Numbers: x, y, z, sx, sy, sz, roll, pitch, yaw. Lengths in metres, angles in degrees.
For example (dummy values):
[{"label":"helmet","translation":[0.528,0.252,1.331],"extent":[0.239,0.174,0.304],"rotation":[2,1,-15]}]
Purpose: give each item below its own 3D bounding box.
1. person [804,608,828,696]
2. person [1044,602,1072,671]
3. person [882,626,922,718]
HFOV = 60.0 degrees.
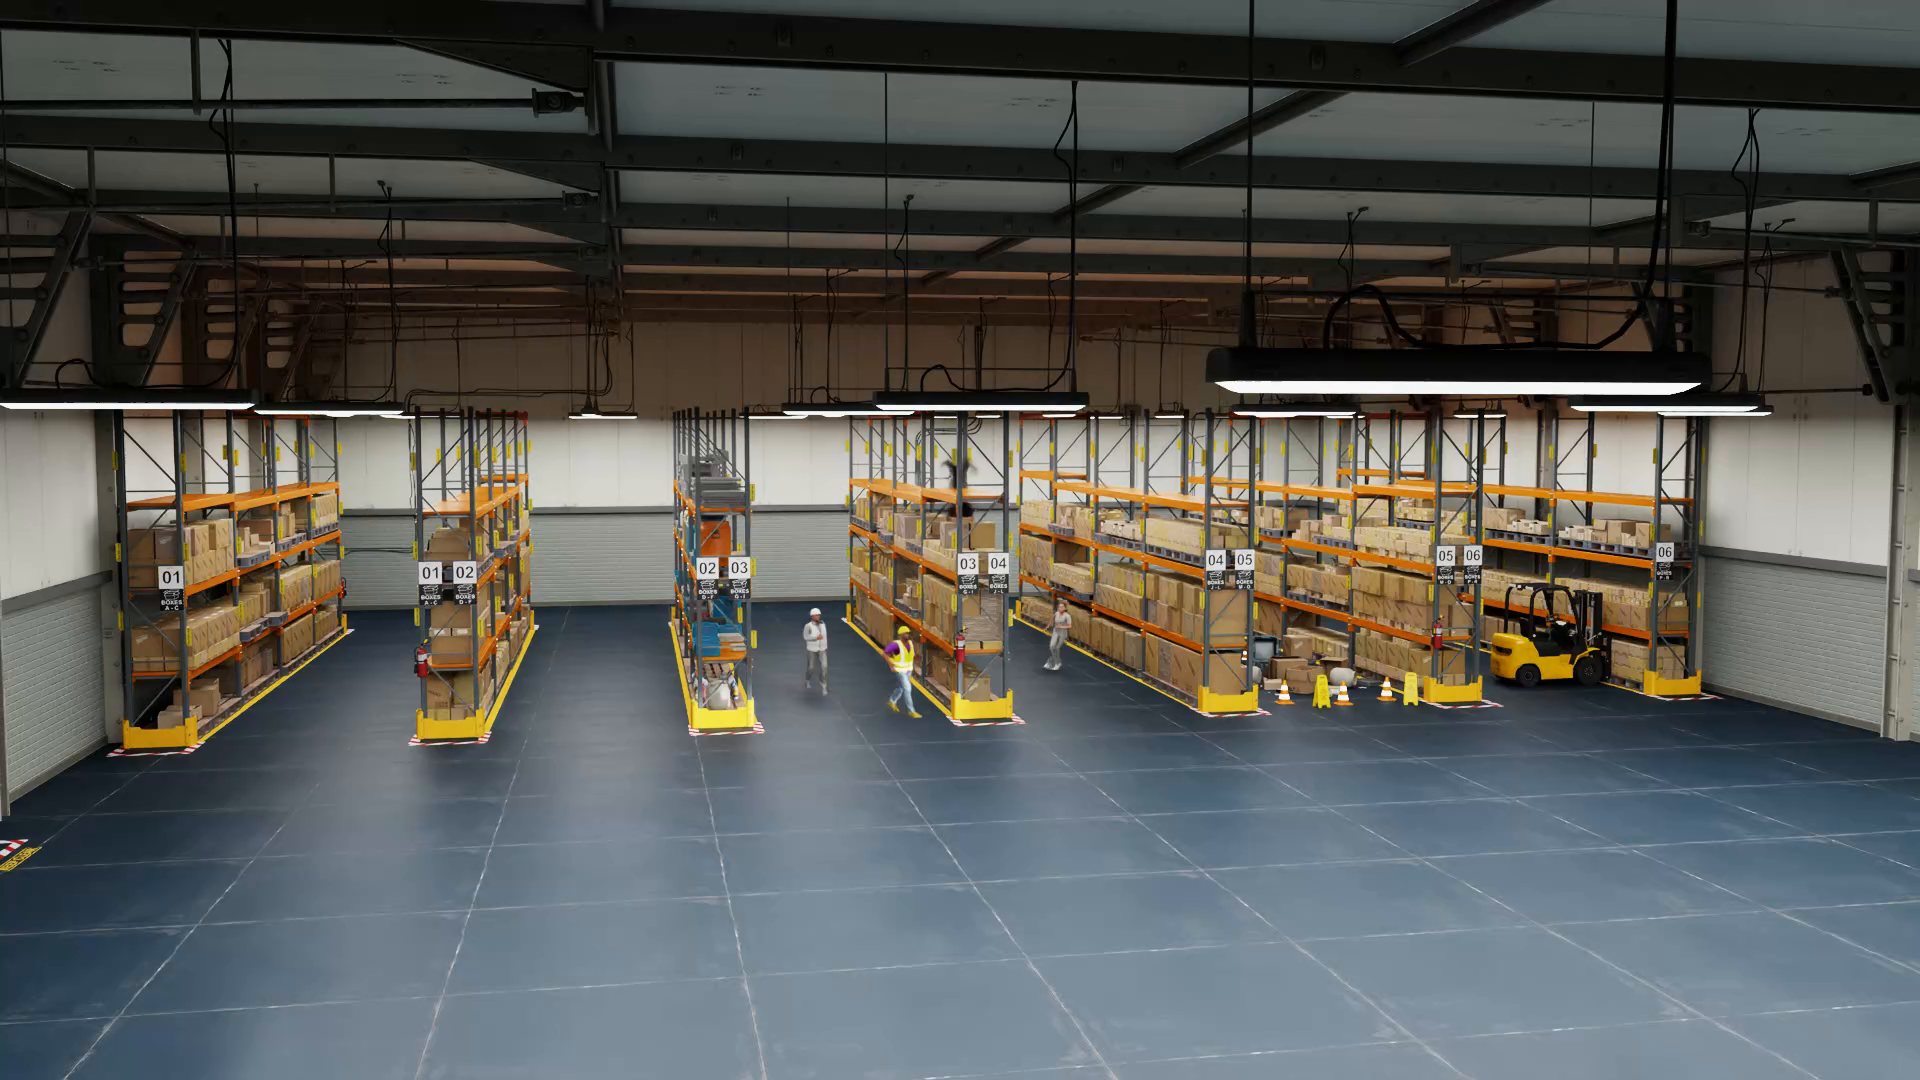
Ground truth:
[{"label":"person","translation":[-3.042,2.340,35.021],"extent":[0.609,1.827,0.866],"rotation":[-2,5,-27]},{"label":"person","translation":[2.254,2.187,38.297],"extent":[0.718,1.576,0.683],"rotation":[1,4,17]},{"label":"person","translation":[-1.121,2.530,32.139],"extent":[1.007,1.742,0.710],"rotation":[3,5,39]}]
